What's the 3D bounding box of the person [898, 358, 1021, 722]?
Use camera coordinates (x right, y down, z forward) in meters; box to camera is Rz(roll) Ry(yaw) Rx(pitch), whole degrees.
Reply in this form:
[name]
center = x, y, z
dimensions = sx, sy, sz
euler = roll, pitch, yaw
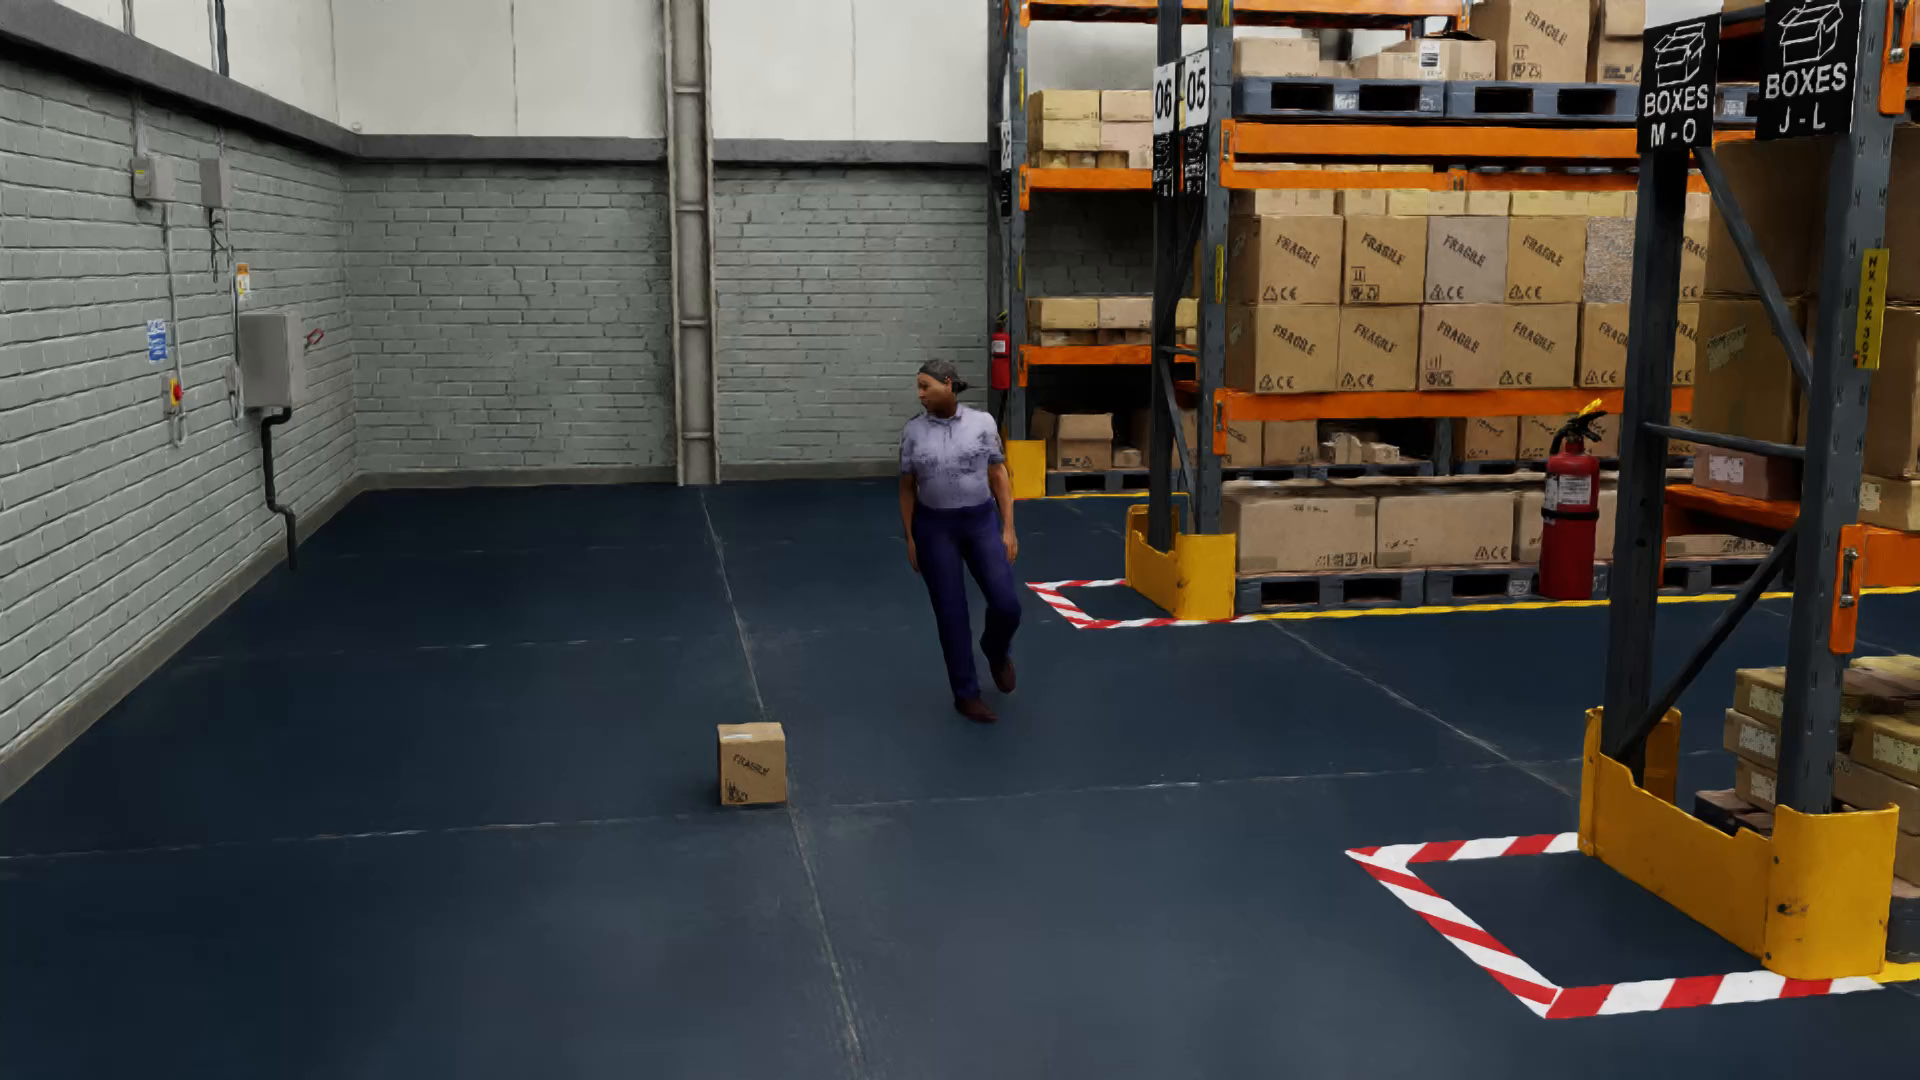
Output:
[person]
center = 0.004, -0.007, 7.611
dimensions = 0.561, 1.614, 0.516
euler = -1, 10, -5
